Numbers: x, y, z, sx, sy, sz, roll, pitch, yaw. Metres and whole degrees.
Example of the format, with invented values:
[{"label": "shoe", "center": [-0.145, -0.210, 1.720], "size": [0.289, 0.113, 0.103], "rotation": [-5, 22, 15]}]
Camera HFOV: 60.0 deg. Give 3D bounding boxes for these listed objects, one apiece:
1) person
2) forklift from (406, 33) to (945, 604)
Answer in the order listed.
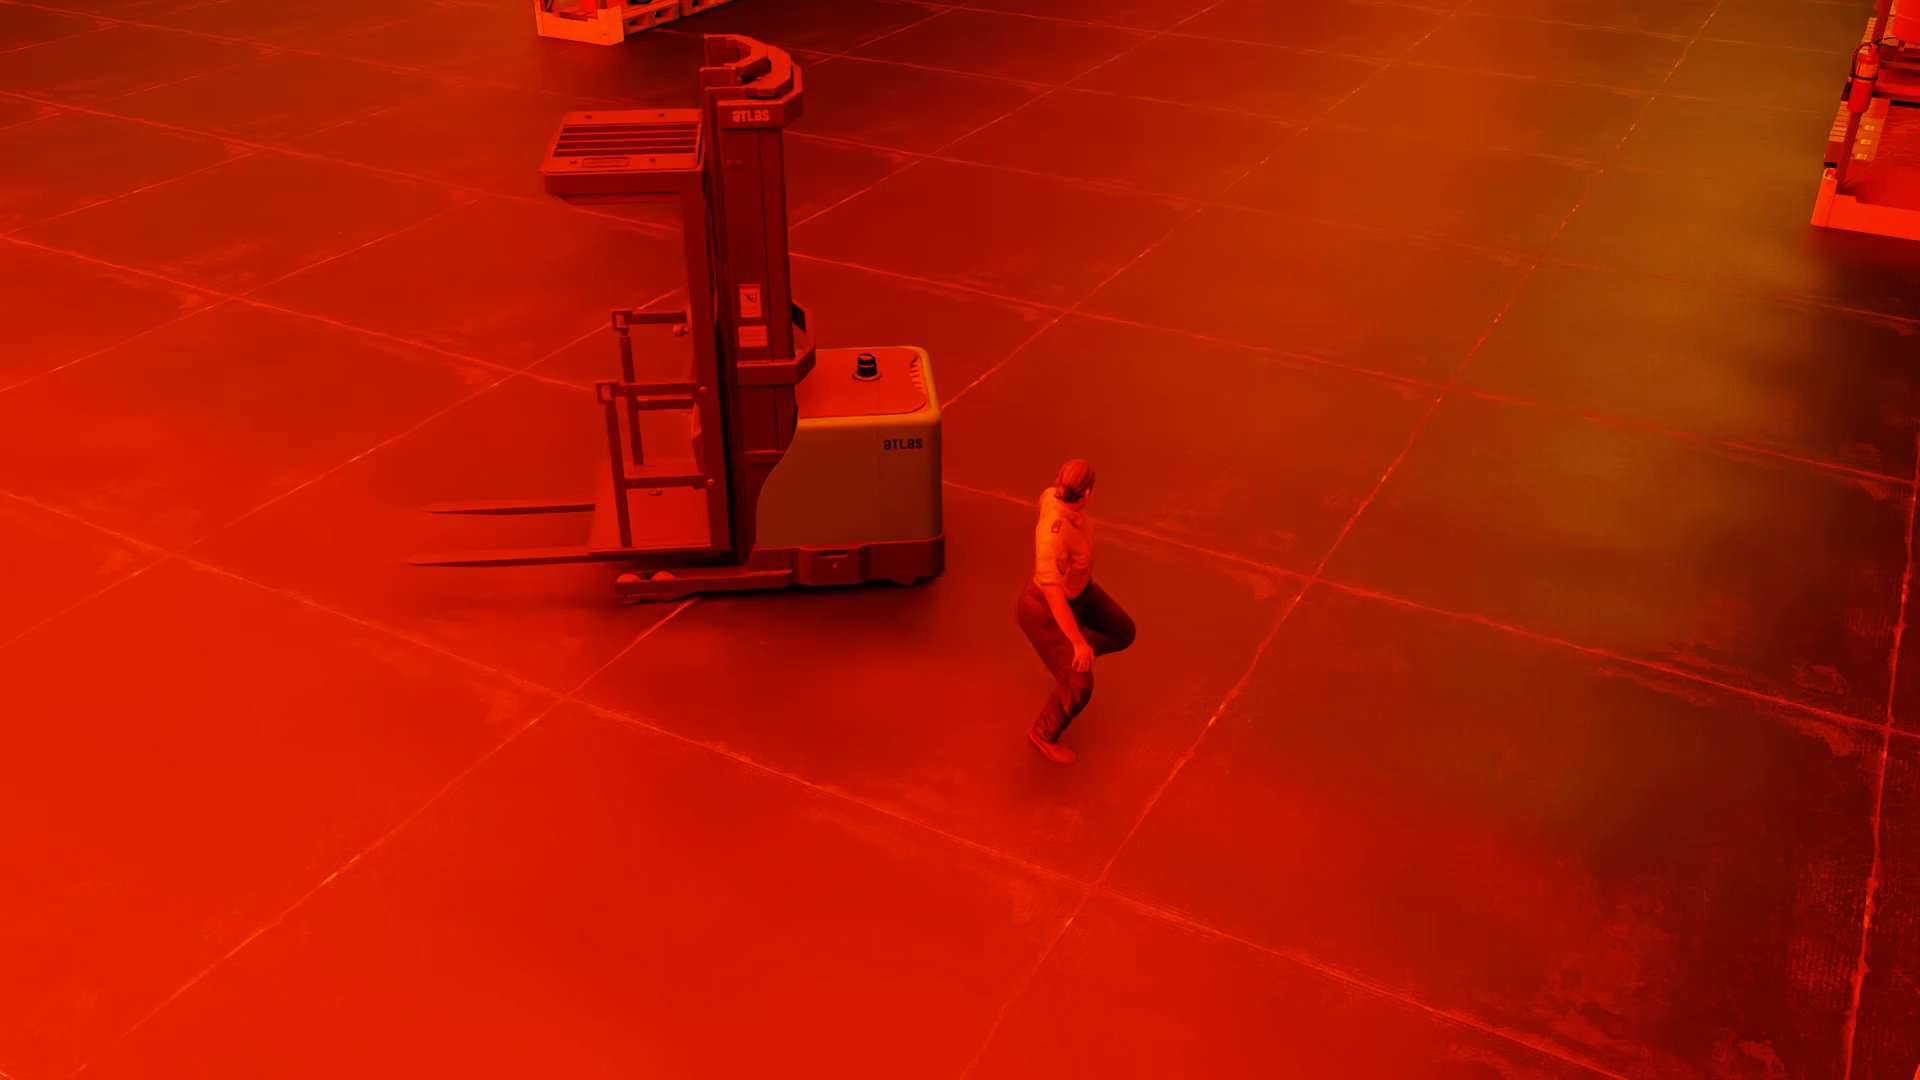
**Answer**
[{"label": "person", "center": [0.543, 0.291, 7.997], "size": [0.522, 1.549, 0.807], "rotation": [13, 33, 22]}, {"label": "forklift", "center": [-1.637, -1.188, 9.129], "size": [3.031, 2.935, 1.130], "rotation": [-3, 30, -5]}]
